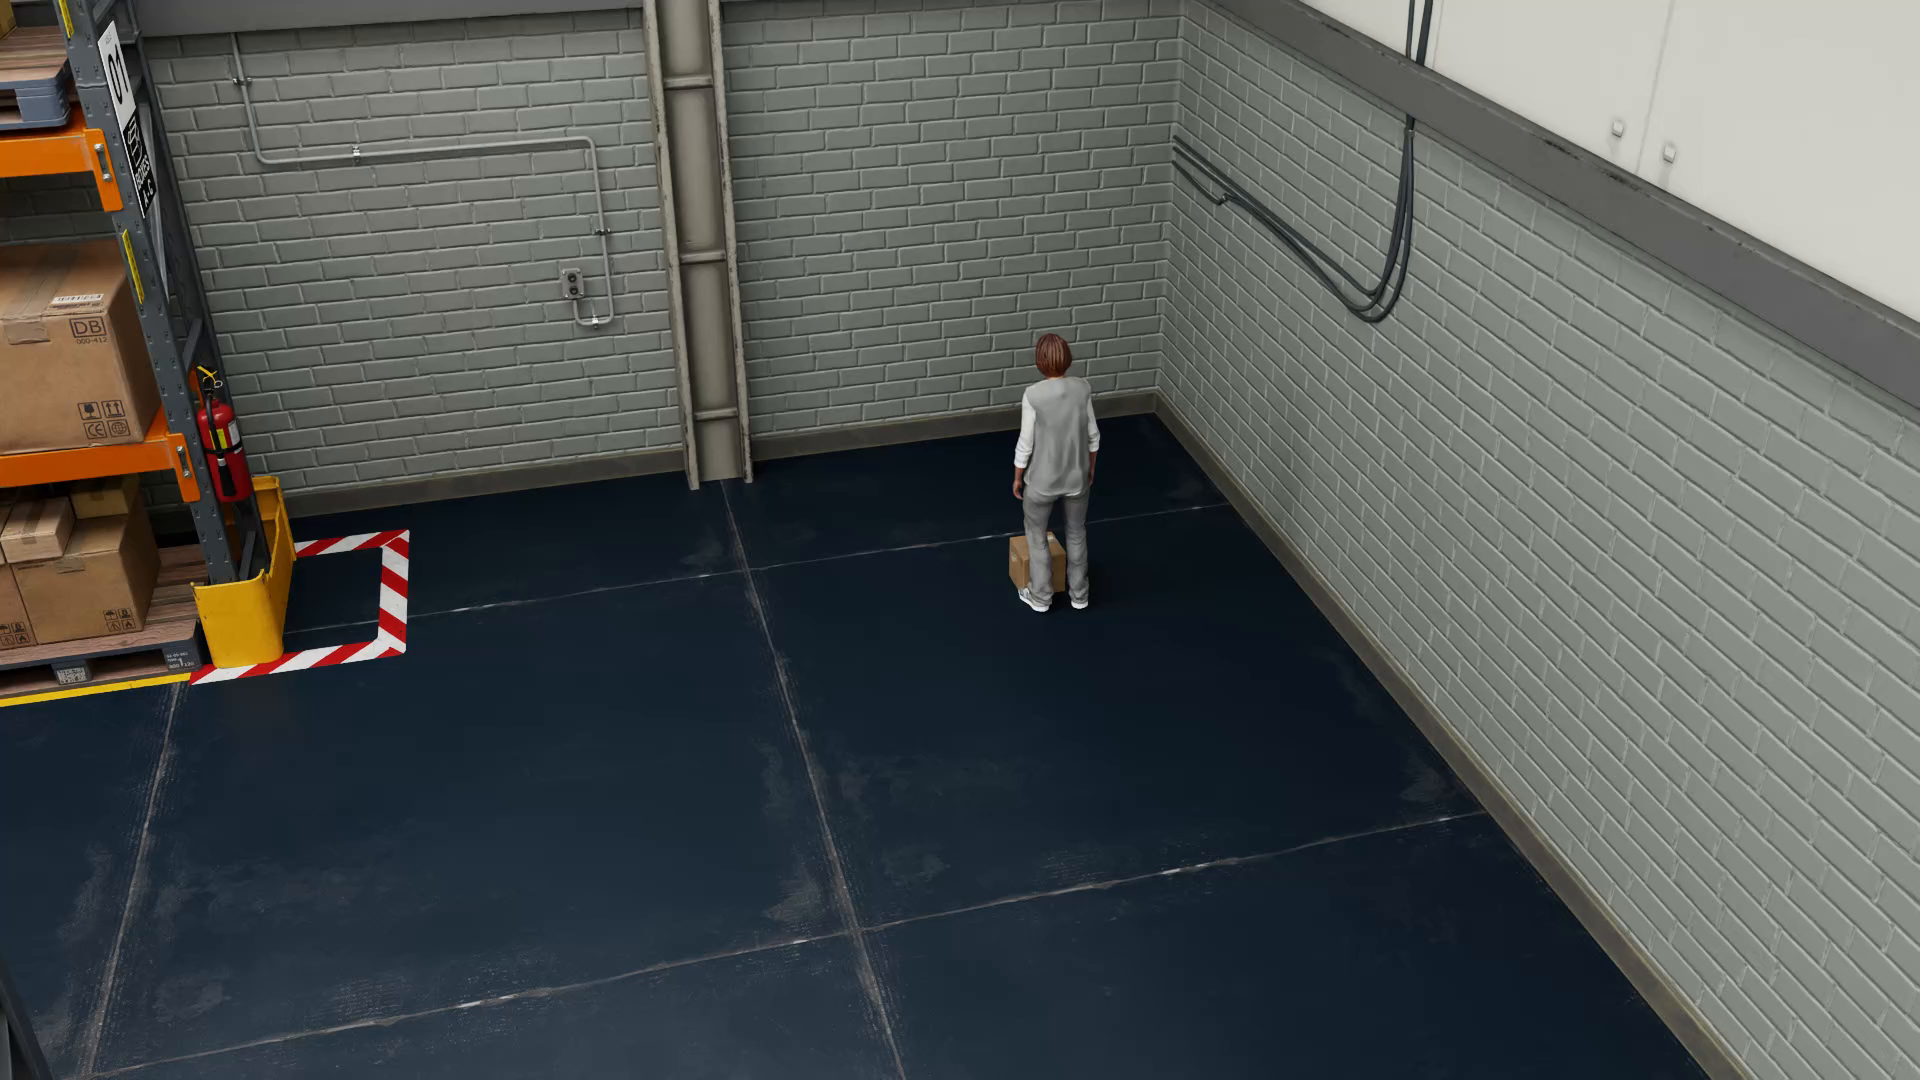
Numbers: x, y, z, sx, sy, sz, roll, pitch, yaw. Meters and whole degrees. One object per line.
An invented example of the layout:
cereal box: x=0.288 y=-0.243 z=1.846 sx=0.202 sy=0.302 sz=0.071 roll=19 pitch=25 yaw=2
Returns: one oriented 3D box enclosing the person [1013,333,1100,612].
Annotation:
person: x=0.503 y=-0.329 z=8.794 sx=0.471 sy=1.591 sz=0.366 roll=-8 pitch=32 yaw=-14
